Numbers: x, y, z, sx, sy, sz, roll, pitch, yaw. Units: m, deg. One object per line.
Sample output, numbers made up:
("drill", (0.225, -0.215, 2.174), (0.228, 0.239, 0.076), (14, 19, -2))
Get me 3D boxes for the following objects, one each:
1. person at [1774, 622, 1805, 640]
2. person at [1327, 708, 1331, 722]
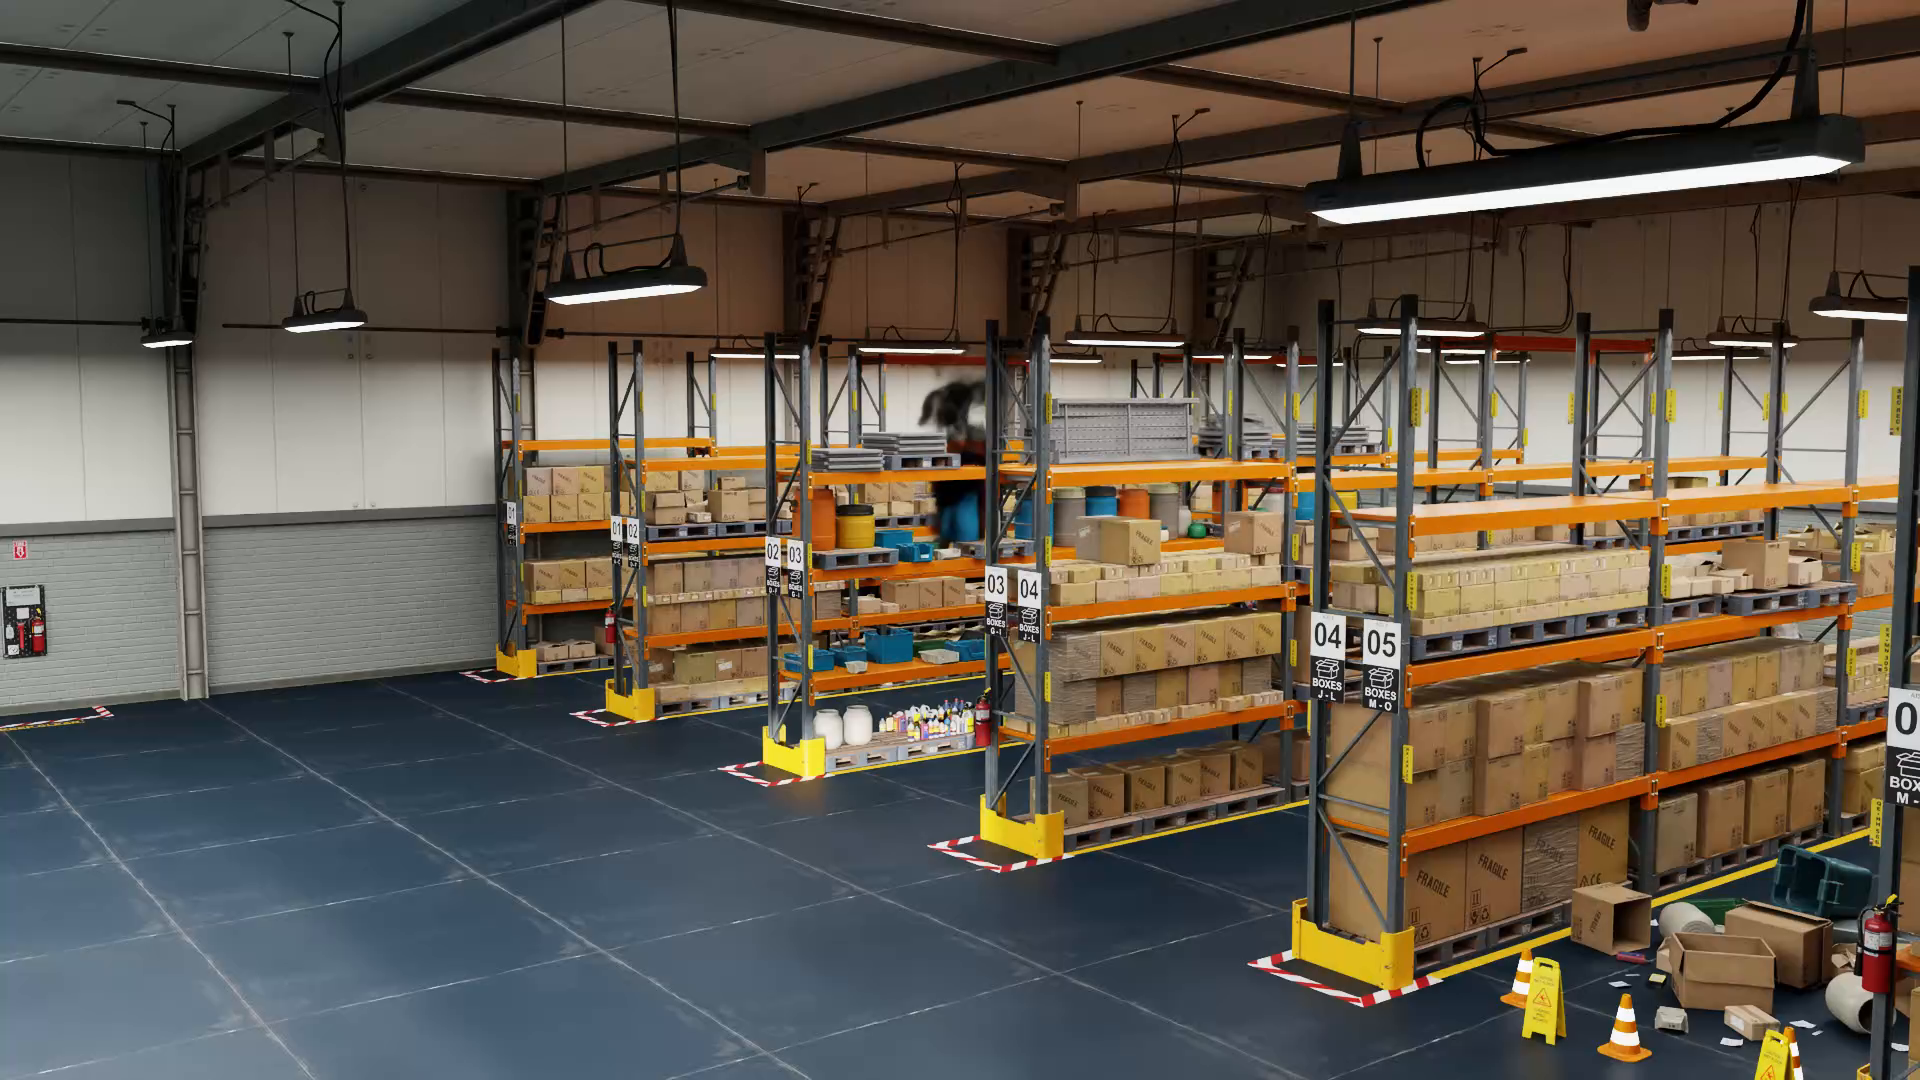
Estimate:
("person", (14.393, 1.752, 29.040), (0.707, 1.729, 0.584), (-2, 5, -17))
("person", (5.679, 2.085, 25.089), (0.700, 1.757, 0.886), (4, 7, 42))
